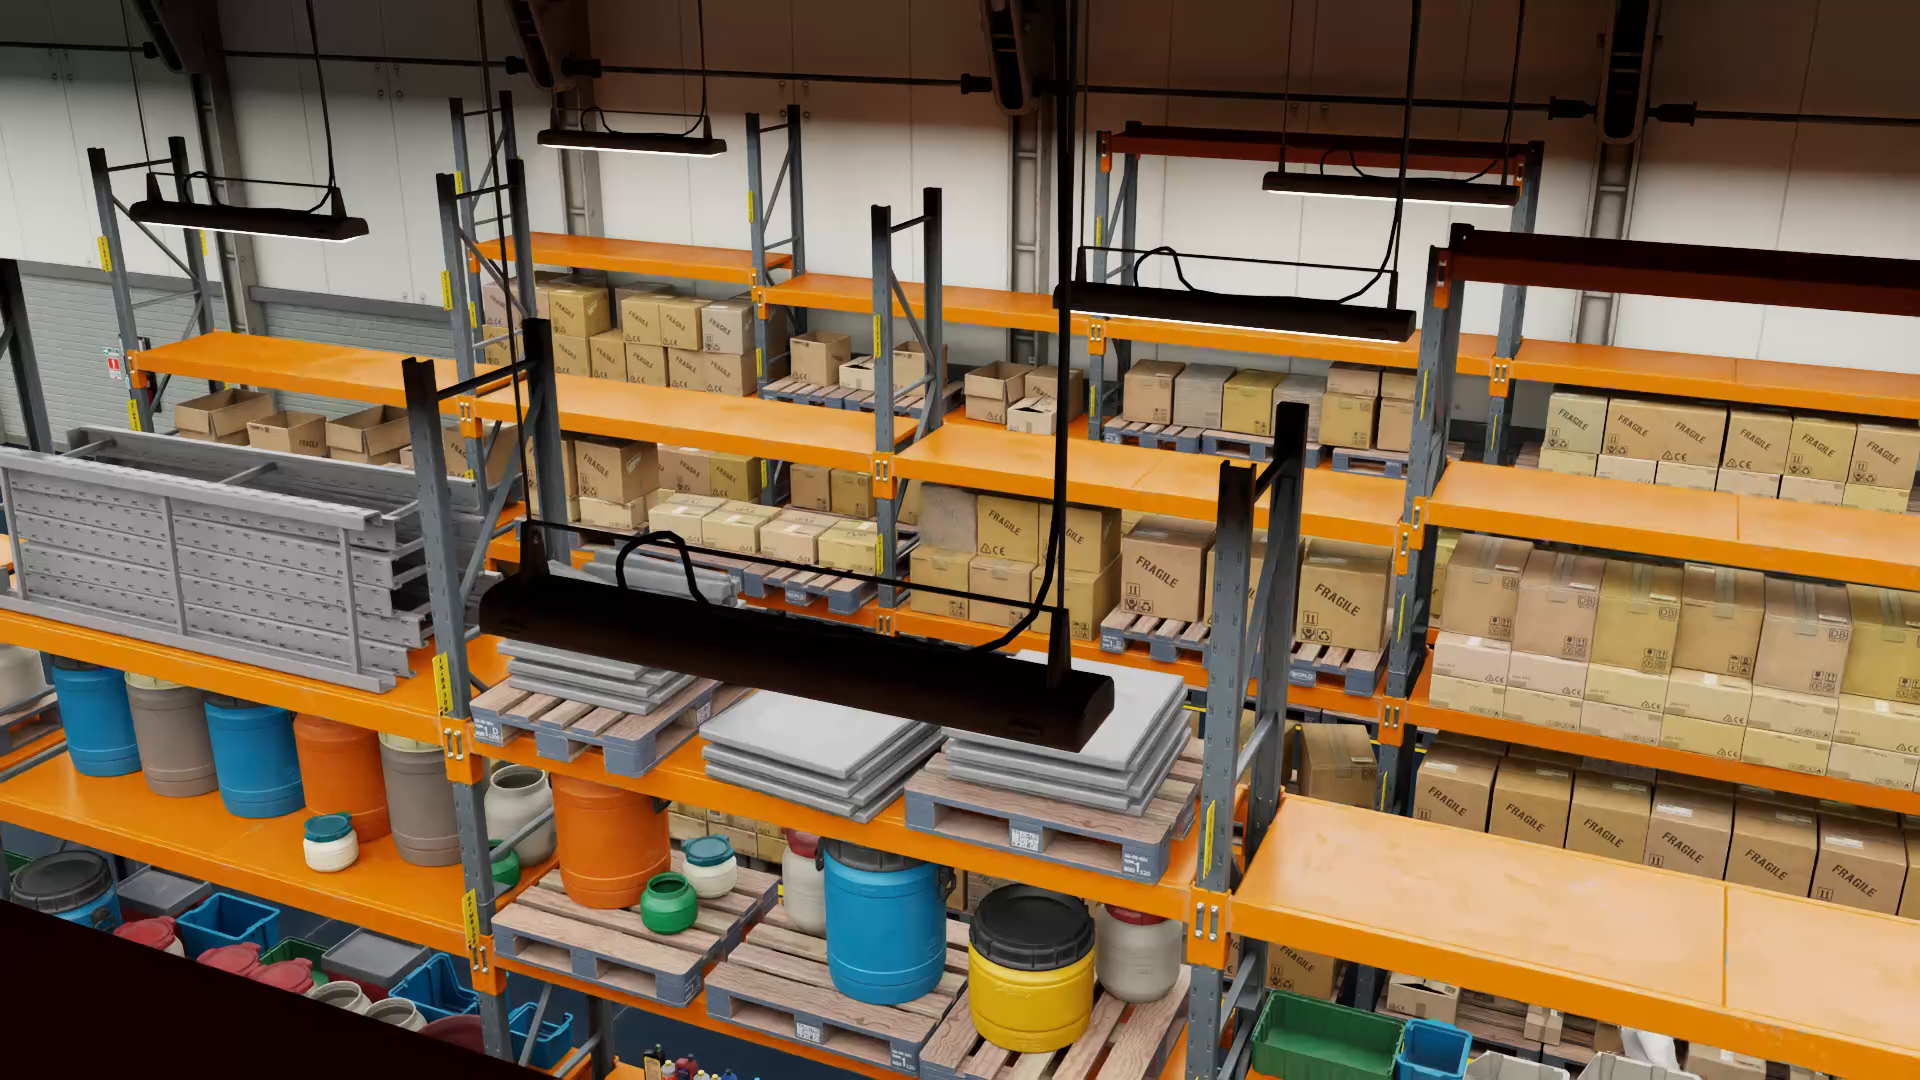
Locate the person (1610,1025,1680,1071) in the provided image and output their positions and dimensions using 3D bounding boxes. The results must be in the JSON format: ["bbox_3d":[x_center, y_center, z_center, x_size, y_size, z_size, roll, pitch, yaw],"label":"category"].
[{"bbox_3d":[4.538,3.555,10.844,0.652,1.687,0.744,12,24,30],"label":"person"}]
